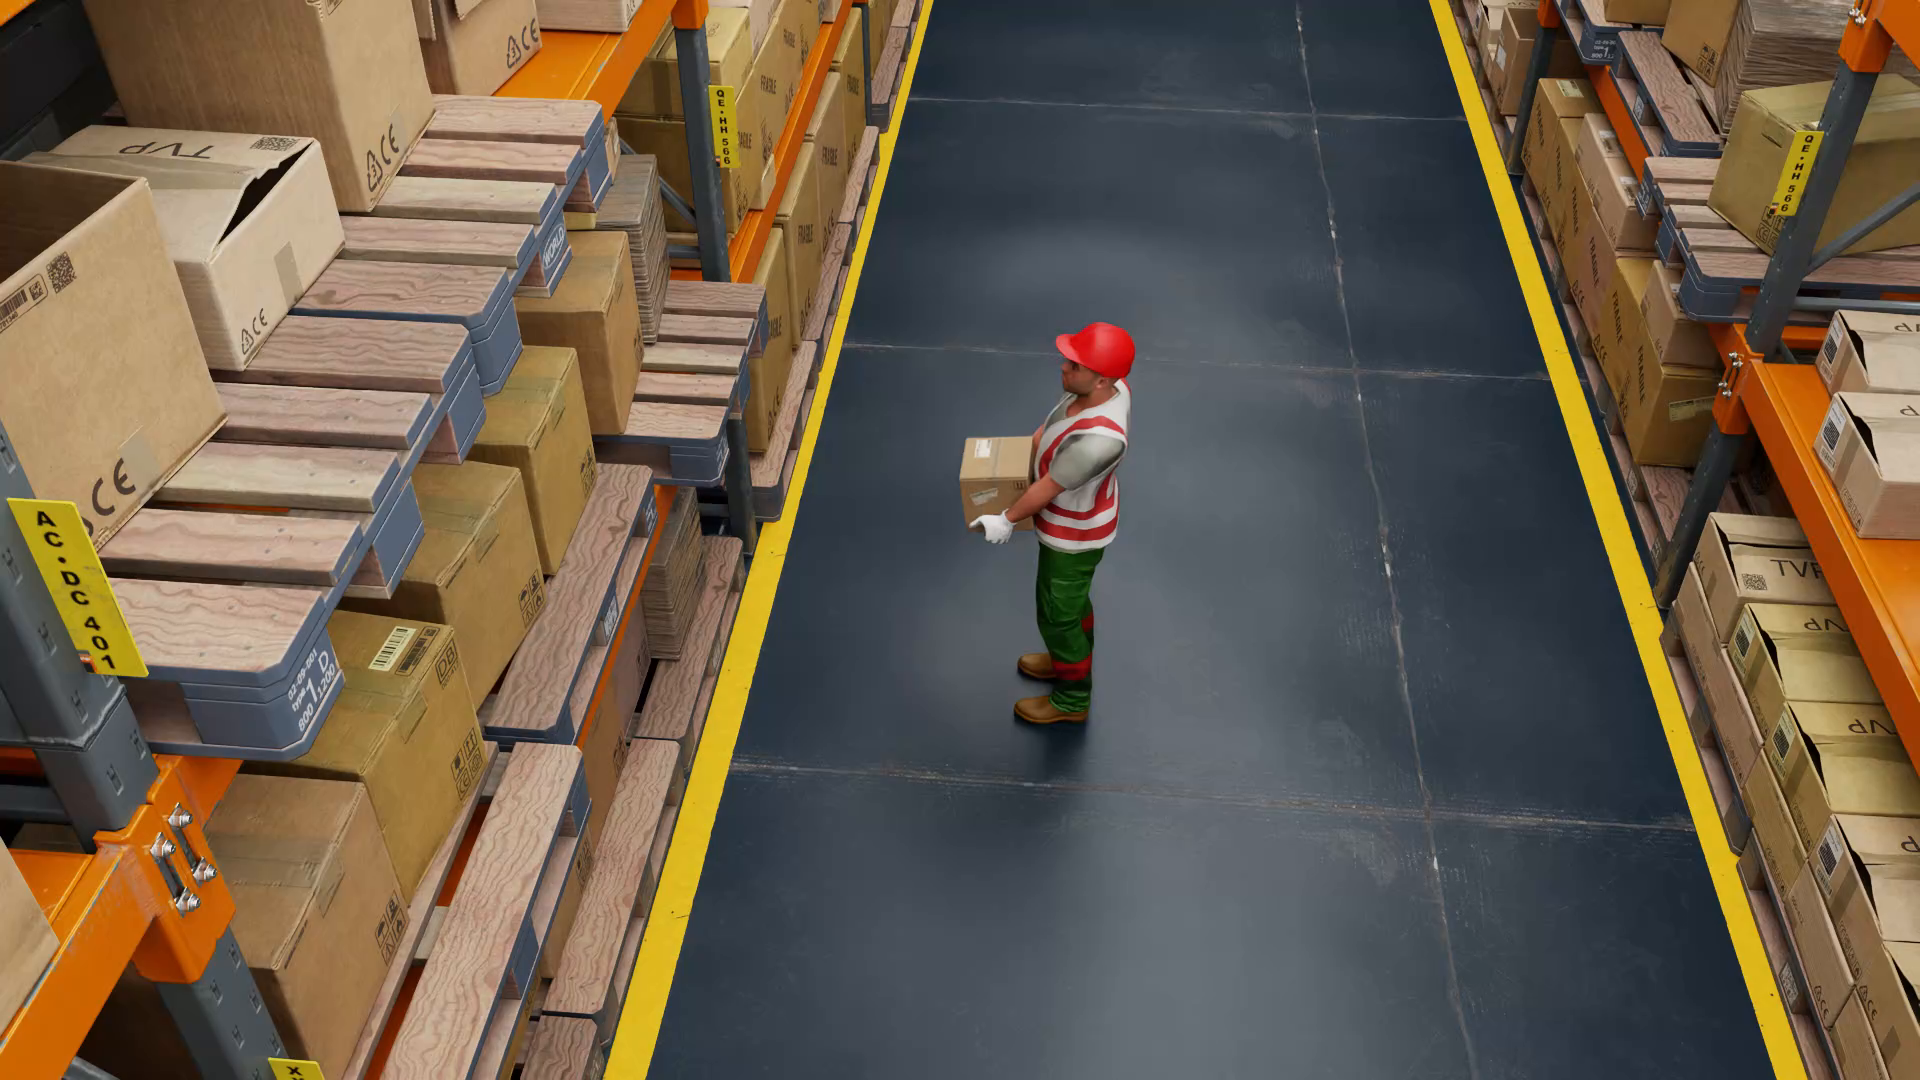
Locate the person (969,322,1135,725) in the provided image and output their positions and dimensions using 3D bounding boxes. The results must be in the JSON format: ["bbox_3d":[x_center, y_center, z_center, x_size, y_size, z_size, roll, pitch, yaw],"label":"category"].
[{"bbox_3d":[0.324,-0.056,6.209,0.560,1.782,0.494,4,40,5],"label":"person"}]
